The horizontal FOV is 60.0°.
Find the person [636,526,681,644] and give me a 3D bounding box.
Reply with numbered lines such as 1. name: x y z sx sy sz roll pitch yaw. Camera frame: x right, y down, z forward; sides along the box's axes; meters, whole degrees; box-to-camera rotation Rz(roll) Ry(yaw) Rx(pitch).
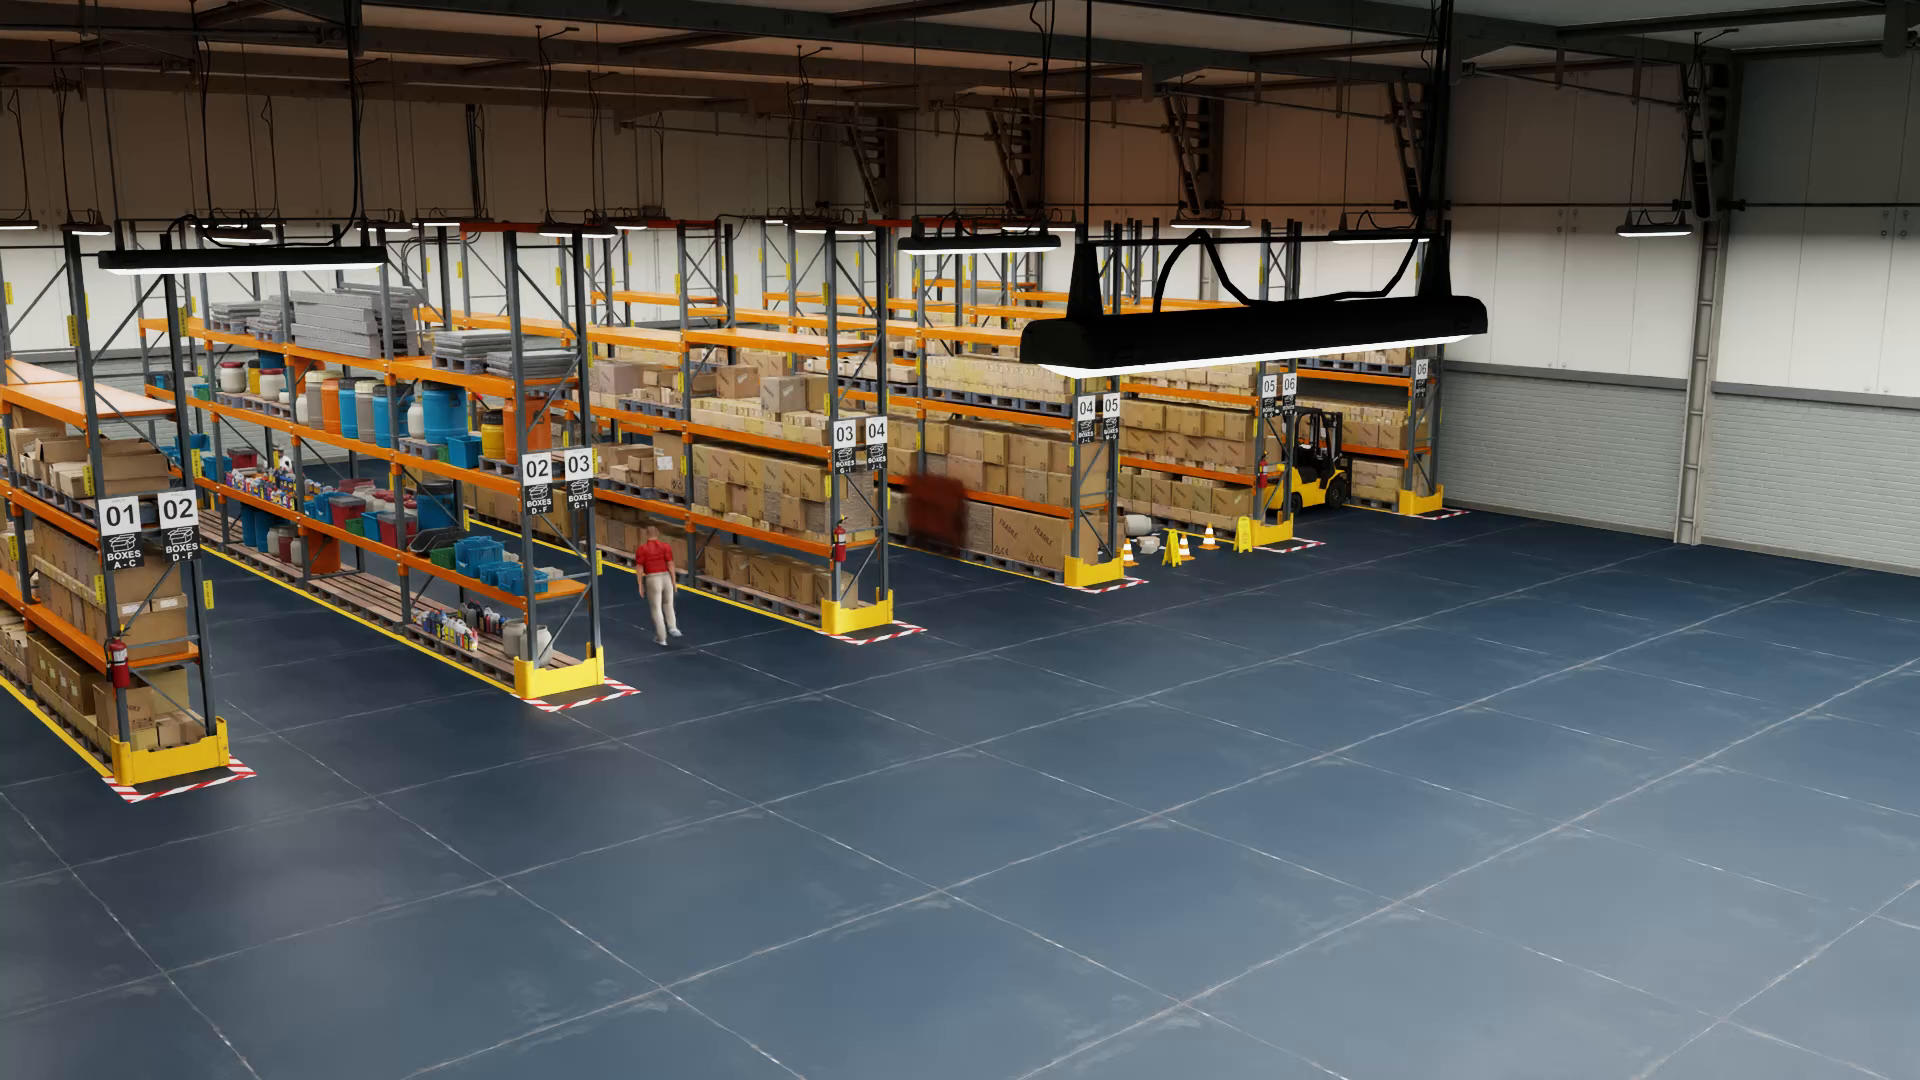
1. person: -4.398 0.653 24.255 0.590 1.712 0.485 -6 13 -28

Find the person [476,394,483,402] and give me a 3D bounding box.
1. person: -11.753 -2.723 40.810 1.050 1.720 0.595 11 16 43

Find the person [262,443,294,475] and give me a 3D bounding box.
1. person: -13.375 -1.069 32.720 1.068 1.697 0.616 9 15 39
